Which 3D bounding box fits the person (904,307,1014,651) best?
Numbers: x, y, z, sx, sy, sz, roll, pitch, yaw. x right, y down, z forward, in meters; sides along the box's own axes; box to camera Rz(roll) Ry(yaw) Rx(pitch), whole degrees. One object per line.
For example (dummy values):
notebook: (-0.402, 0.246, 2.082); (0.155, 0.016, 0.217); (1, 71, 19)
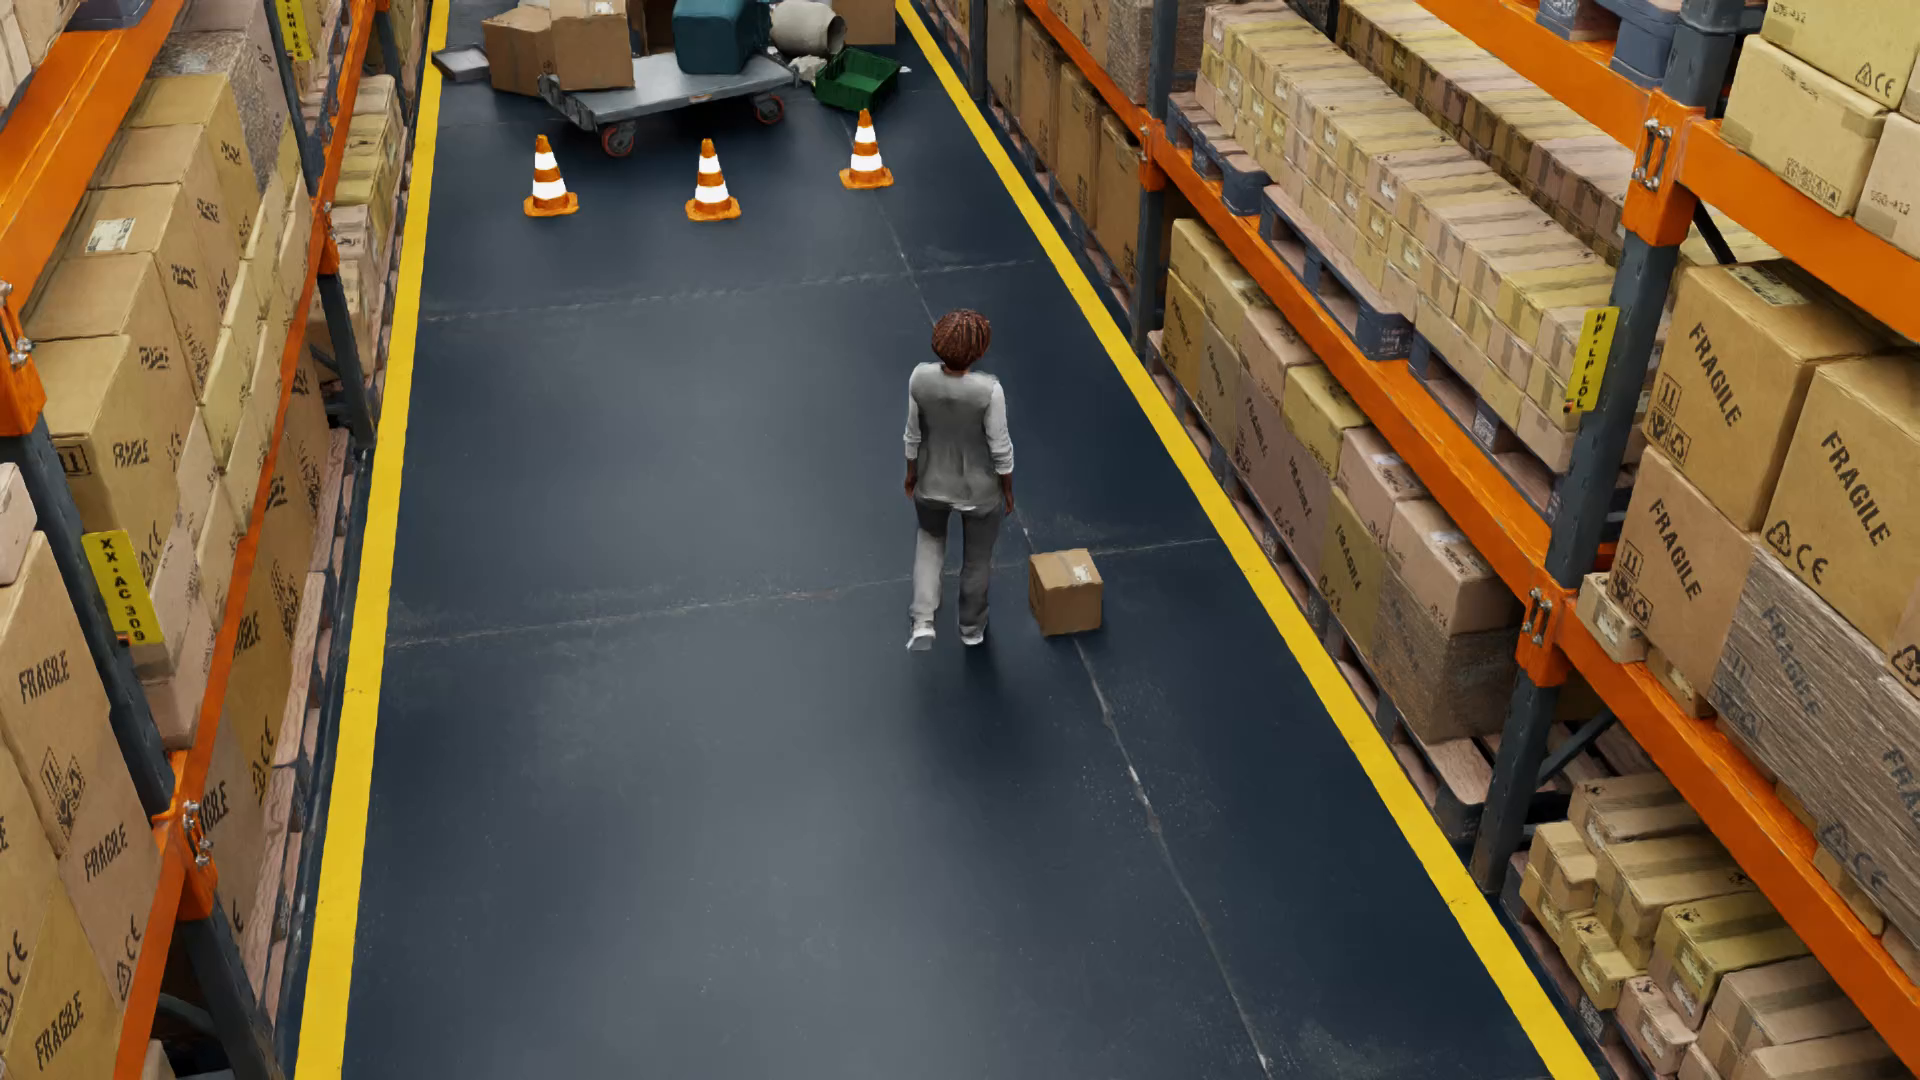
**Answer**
person: (-0.007, -0.200, 6.412); (0.463, 1.598, 0.579); (10, 36, 15)
